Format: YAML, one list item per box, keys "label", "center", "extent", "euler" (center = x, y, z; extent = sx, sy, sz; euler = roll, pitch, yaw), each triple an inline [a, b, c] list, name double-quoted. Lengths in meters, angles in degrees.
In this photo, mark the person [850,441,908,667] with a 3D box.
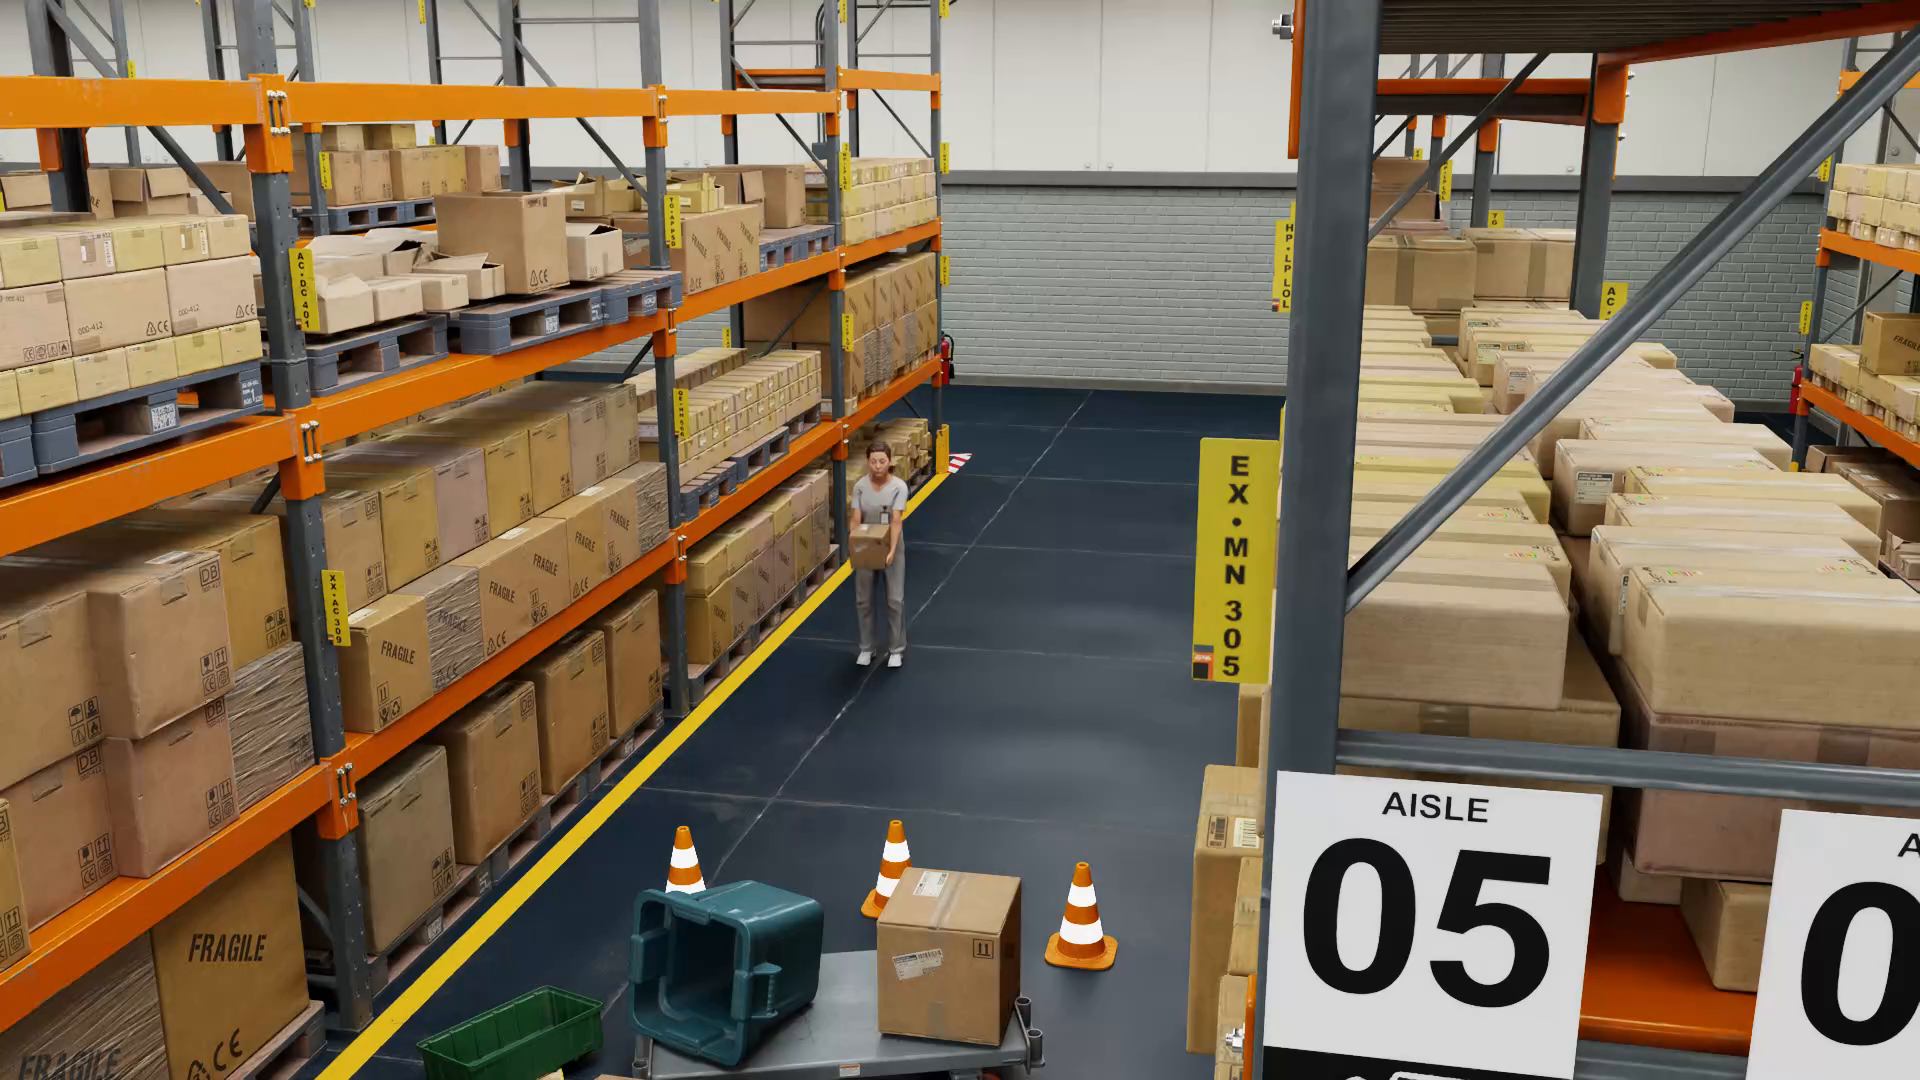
- label: "person"
  center: [-0.594, 0.119, 12.091]
  extent: [0.410, 1.667, 0.508]
  euler: [3, 15, 11]
